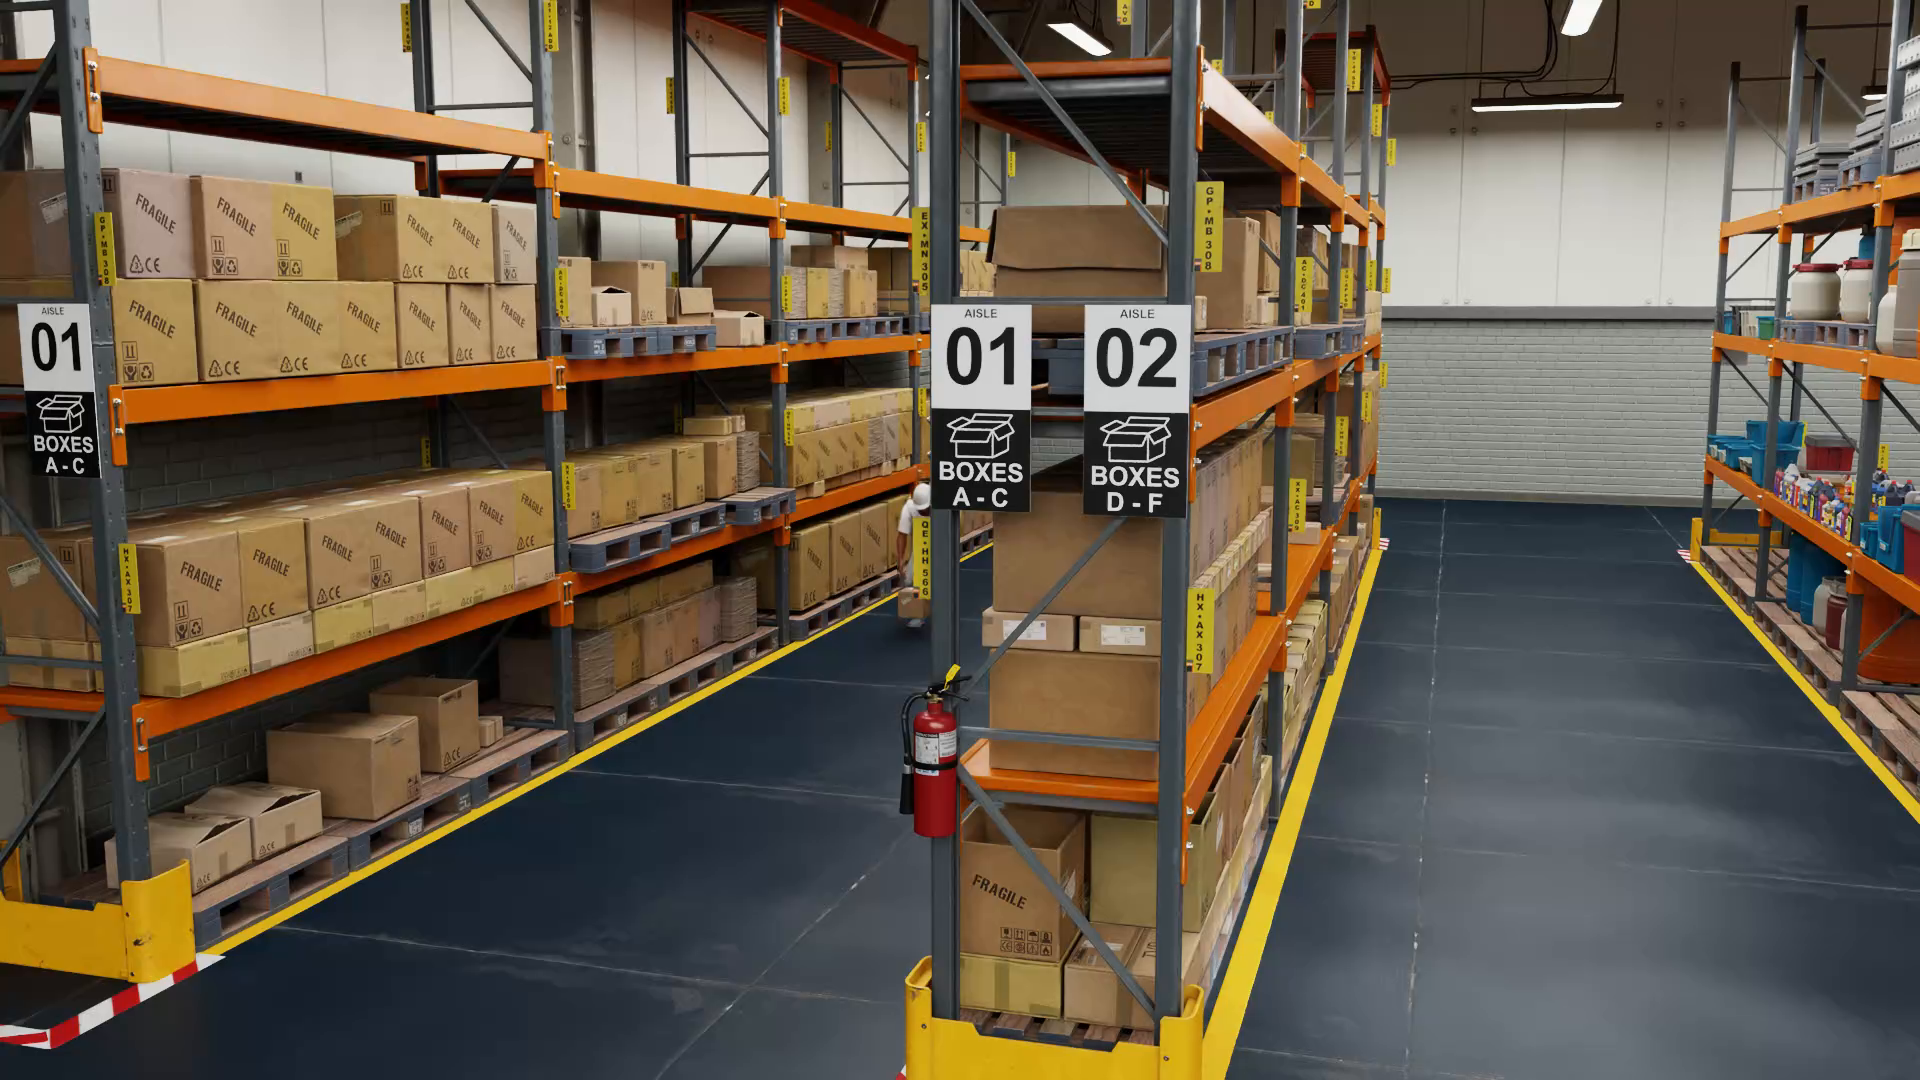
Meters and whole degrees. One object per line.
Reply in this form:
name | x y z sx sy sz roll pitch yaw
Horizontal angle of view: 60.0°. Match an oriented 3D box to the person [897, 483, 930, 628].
person | -0.287 0.147 16.299 0.630 1.462 0.727 3 9 17
